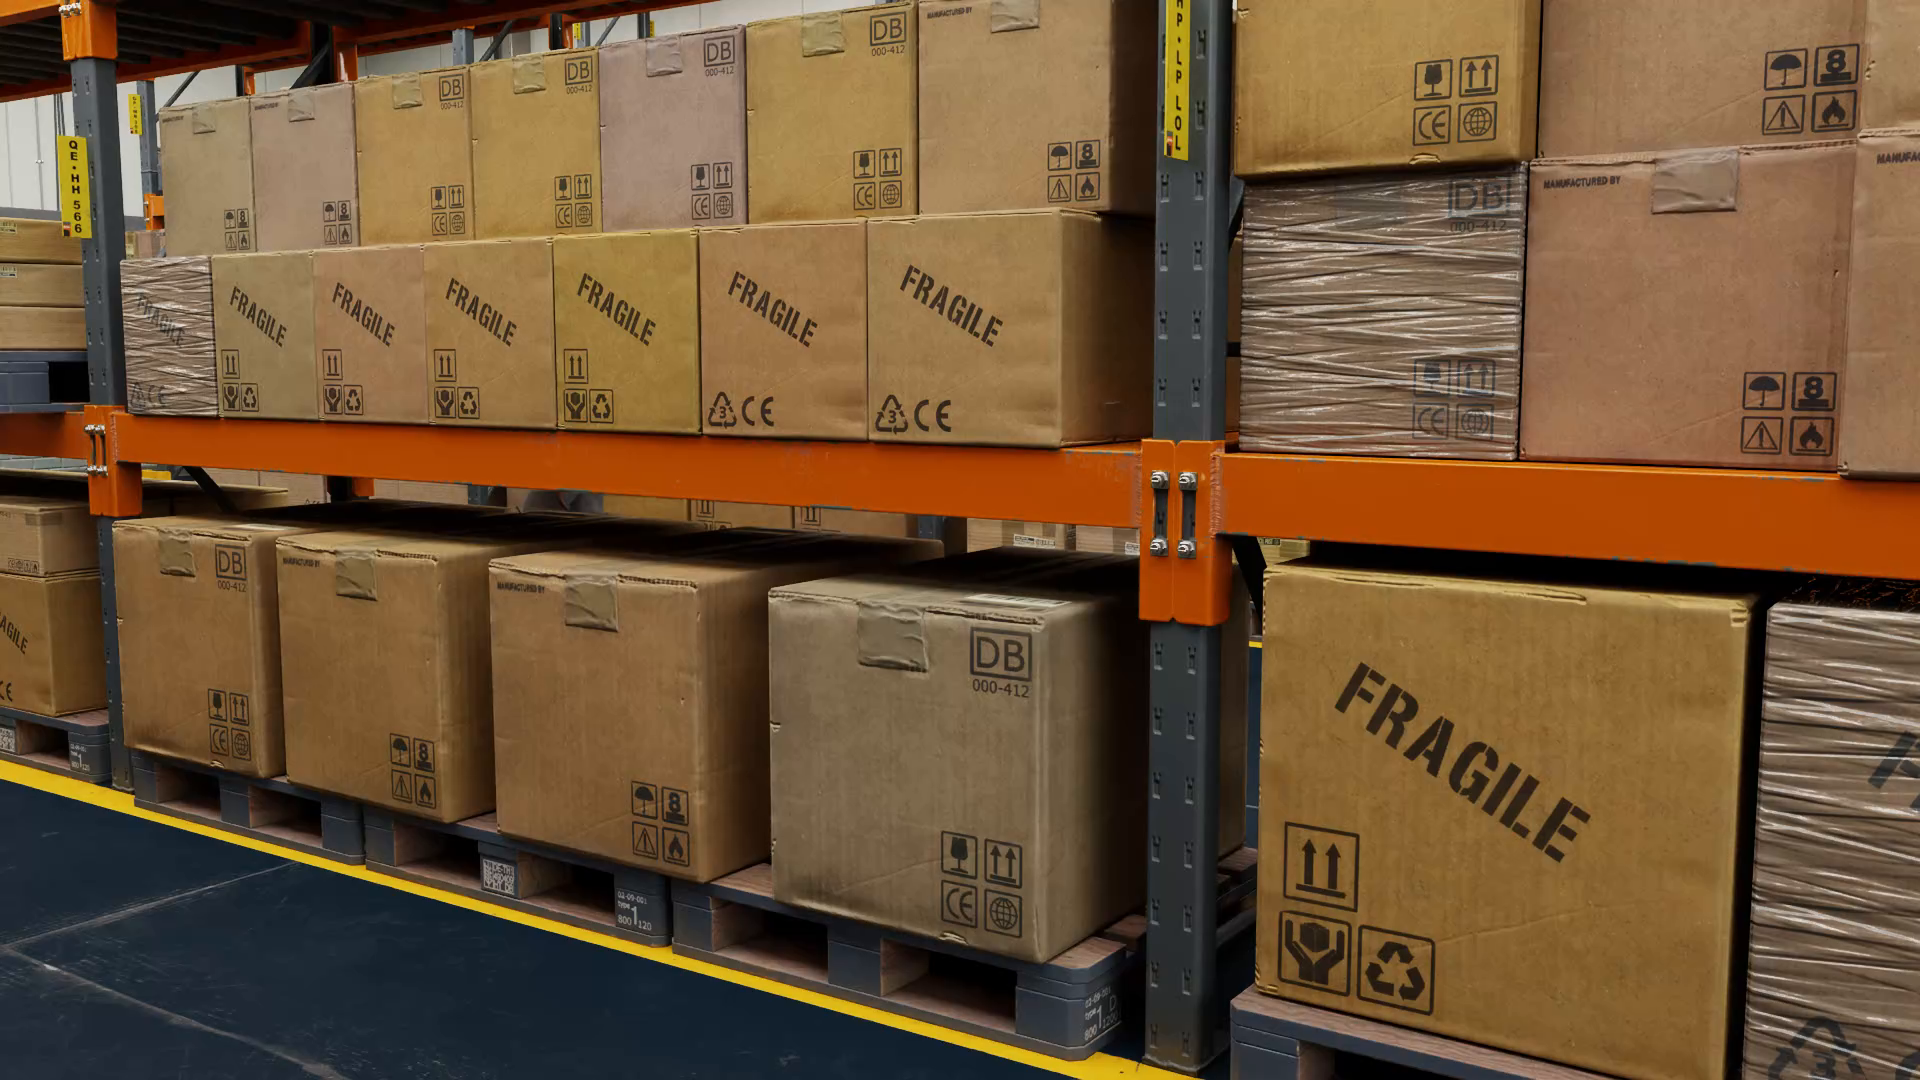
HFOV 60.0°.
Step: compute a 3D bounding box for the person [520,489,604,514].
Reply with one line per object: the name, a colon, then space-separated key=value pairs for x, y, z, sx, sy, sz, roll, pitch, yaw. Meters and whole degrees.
person: x=-2.070 y=-0.328 z=8.698 sx=0.435 sy=1.710 sz=0.454 roll=3 pitch=7 yaw=28
